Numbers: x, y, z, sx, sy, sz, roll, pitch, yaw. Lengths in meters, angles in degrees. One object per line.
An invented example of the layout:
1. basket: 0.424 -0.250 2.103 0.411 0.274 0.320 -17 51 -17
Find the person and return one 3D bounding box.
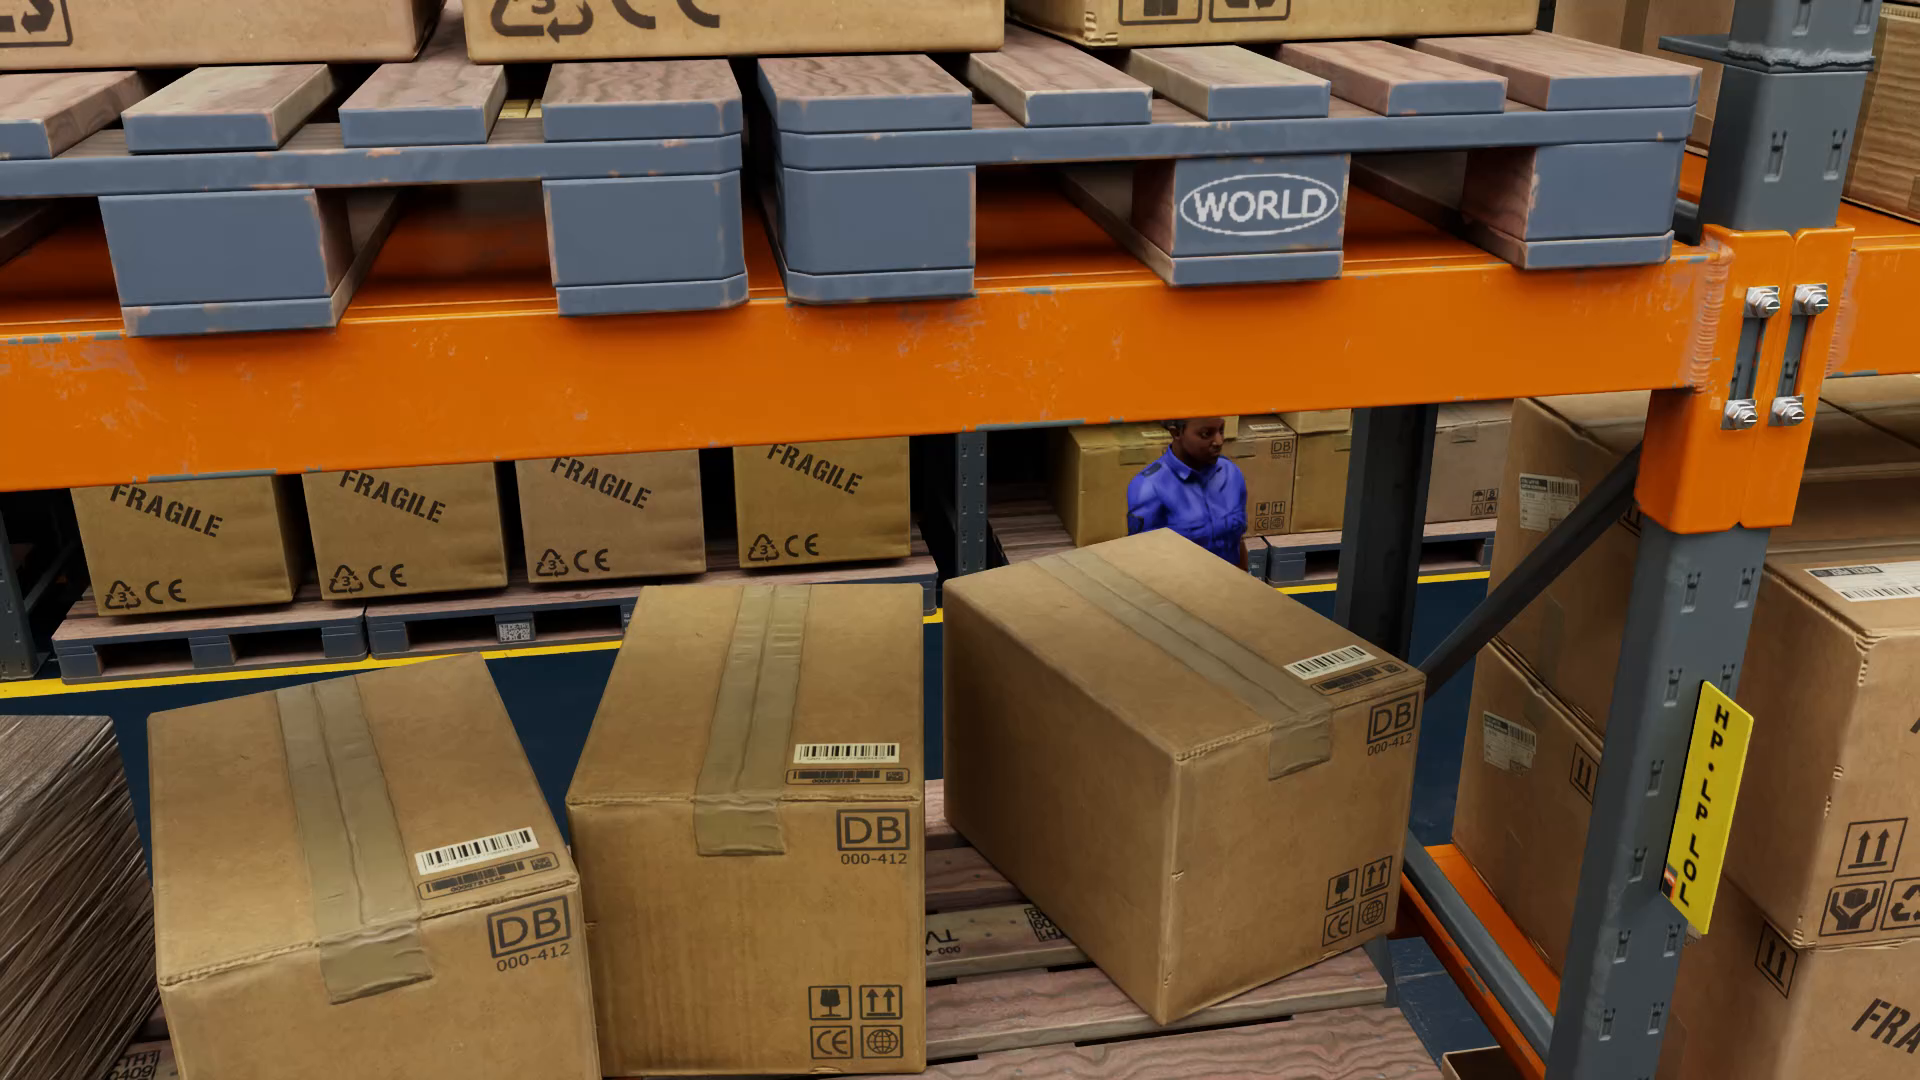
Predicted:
1. person: 0.798 0.322 5.303 0.452 1.659 0.362 -6 24 -14
